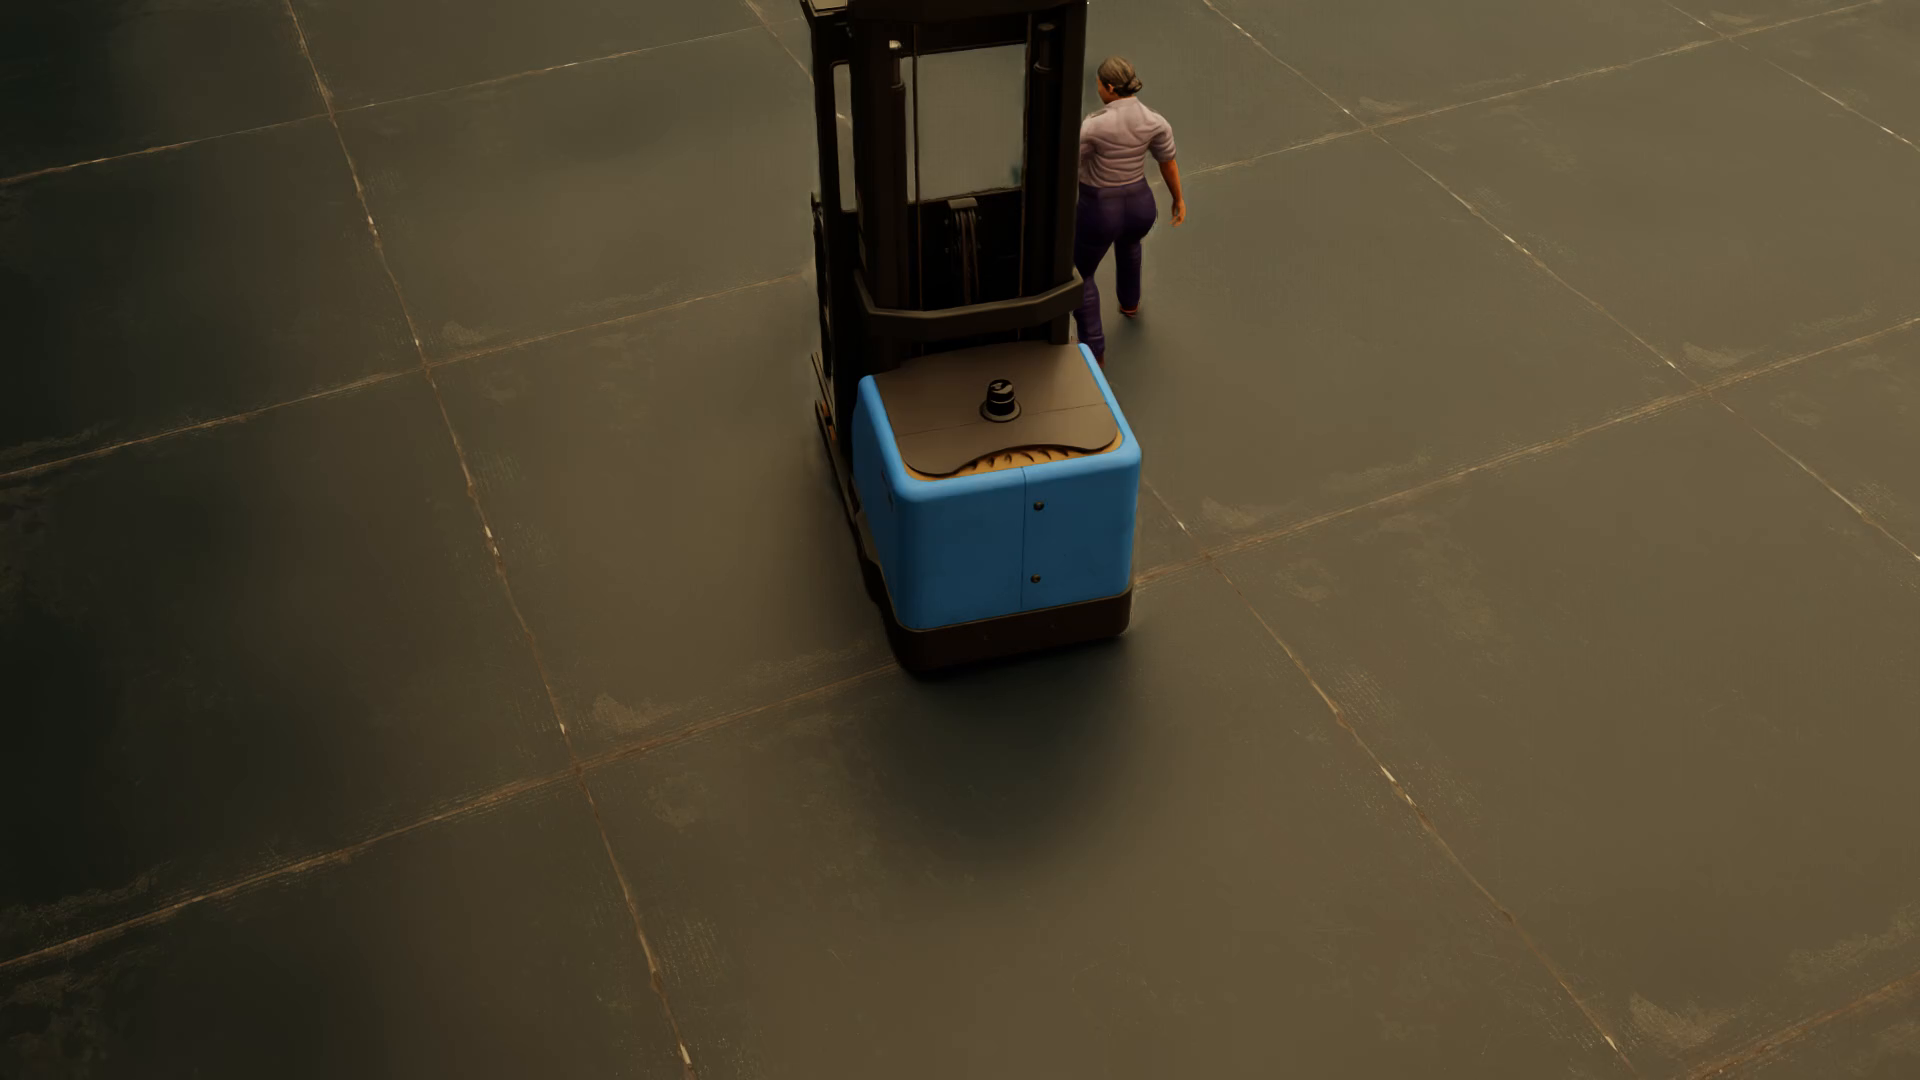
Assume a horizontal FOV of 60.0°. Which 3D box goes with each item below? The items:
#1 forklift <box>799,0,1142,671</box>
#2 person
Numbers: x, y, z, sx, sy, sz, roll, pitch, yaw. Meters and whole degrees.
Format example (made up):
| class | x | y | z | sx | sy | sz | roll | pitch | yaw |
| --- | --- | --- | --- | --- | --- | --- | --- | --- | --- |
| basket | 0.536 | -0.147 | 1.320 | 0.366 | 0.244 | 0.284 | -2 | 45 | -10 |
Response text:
| class | x | y | z | sx | sy | sz | roll | pitch | yaw |
| --- | --- | --- | --- | --- | --- | --- | --- | --- | --- |
| forklift | -0.104 | -1.533 | 7.322 | 1.130 | 2.935 | 3.031 | -10 | 44 | -10 |
| person | 0.792 | -1.733 | 8.526 | 0.705 | 1.597 | 0.673 | -15 | 45 | -16 |
